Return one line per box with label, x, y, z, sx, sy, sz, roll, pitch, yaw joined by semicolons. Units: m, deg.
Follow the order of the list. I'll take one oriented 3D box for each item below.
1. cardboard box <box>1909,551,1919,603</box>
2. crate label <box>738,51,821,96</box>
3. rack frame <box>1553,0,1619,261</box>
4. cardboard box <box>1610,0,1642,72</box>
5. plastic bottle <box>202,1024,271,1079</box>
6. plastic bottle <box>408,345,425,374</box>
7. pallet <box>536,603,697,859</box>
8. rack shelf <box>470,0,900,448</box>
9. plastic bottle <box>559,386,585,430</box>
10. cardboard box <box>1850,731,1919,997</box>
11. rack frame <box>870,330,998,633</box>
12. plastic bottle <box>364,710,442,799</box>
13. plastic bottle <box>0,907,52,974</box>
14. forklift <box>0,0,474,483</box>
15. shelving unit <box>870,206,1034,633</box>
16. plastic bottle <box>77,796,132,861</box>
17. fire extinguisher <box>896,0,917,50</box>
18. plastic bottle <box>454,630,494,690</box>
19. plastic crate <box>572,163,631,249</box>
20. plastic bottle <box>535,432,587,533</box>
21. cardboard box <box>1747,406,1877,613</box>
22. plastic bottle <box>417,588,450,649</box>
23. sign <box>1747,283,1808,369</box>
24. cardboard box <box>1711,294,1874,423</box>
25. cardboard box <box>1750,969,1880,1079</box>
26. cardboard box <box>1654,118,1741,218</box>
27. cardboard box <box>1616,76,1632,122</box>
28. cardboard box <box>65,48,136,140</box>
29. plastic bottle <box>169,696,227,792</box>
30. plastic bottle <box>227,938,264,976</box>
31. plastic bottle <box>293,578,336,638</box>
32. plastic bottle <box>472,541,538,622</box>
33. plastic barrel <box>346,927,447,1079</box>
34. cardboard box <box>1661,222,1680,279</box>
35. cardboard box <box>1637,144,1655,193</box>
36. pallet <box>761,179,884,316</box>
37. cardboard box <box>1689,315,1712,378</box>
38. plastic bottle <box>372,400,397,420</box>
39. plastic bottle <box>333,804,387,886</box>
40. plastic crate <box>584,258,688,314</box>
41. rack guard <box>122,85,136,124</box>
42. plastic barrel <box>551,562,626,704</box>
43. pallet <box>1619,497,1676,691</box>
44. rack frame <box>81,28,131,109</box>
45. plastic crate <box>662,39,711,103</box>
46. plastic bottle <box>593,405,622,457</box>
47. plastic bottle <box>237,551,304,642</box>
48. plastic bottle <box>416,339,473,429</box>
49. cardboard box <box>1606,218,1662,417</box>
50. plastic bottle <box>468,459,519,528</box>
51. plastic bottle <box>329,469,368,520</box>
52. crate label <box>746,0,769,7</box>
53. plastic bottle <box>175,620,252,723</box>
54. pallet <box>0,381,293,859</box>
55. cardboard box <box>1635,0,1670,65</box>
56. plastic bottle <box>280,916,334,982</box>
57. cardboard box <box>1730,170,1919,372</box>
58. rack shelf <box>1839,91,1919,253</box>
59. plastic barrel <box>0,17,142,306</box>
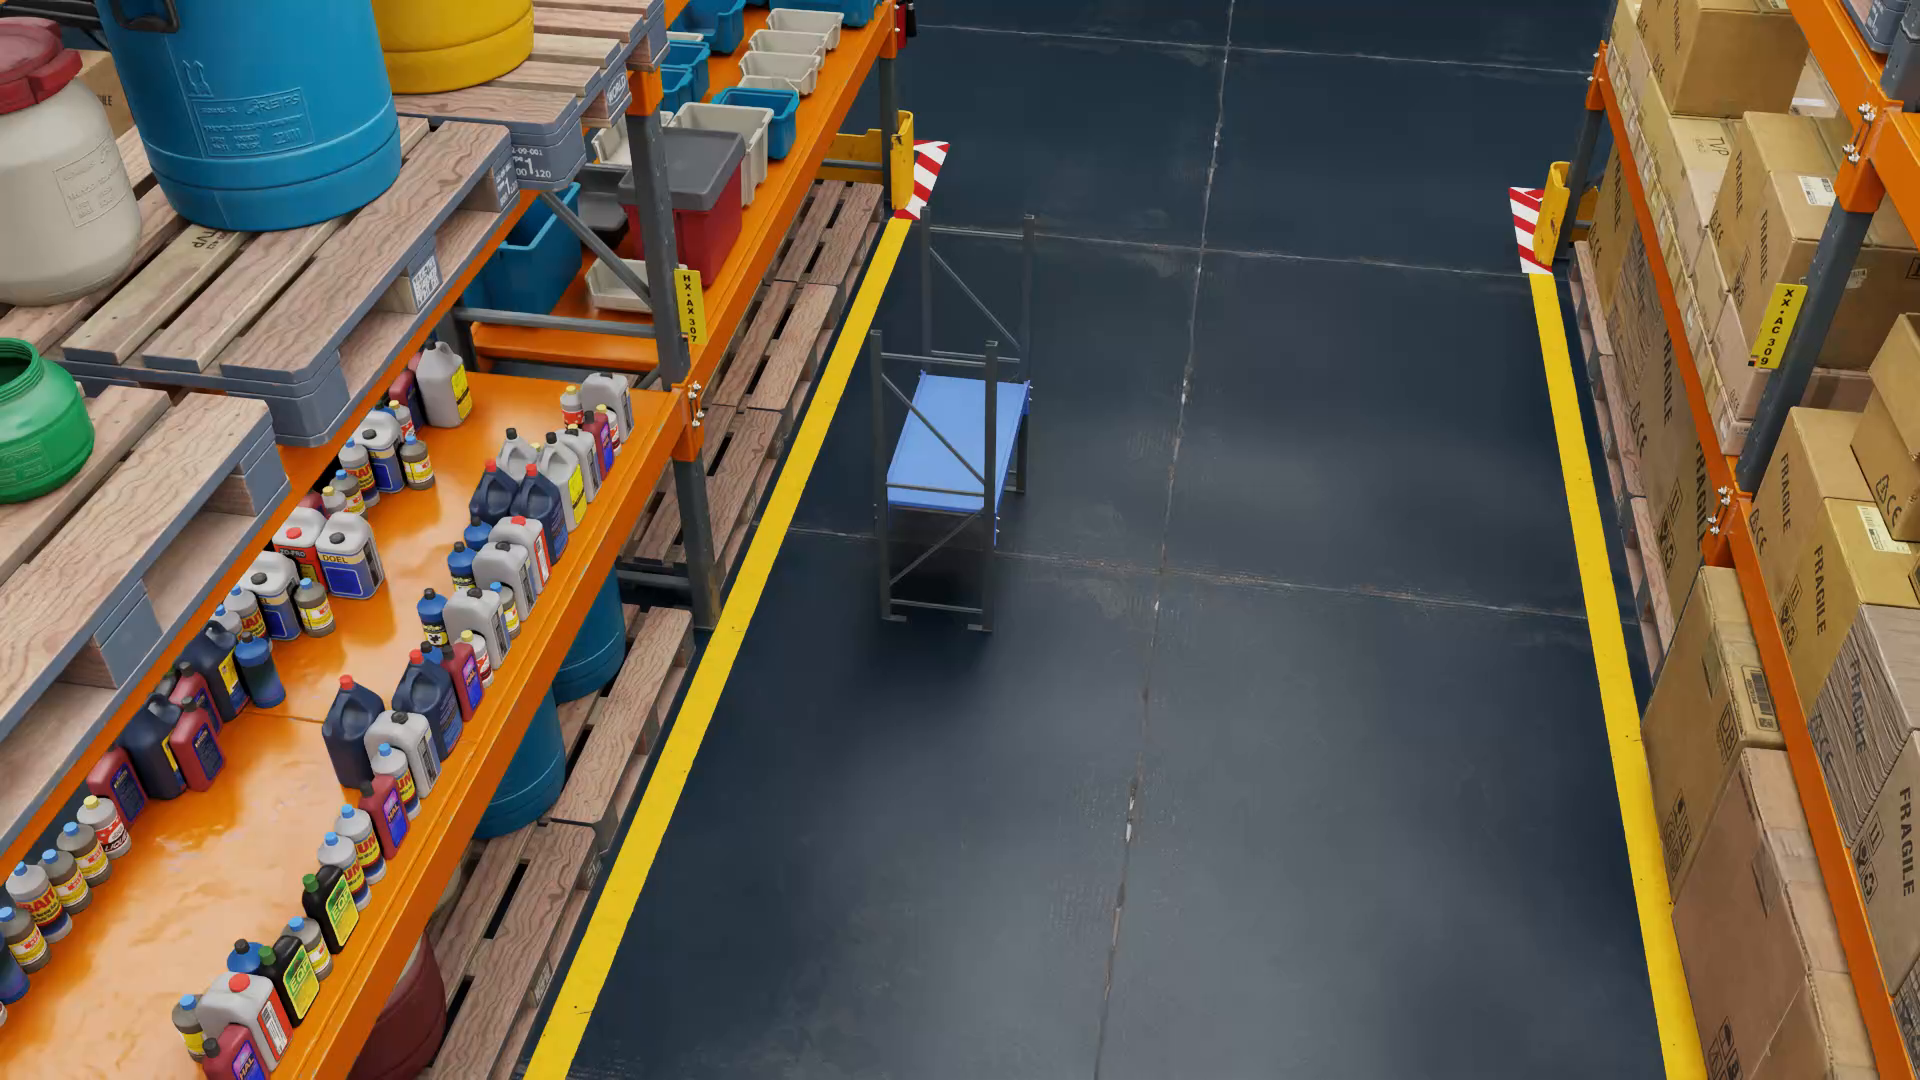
cardboard box;3.077;0.109;4.495;0.797;0.503;0.637;7;40;8
crate label;-0.928;-2.385;8.538;0.396;0.136;0.243;6;40;8
rack frame;4.002;-2.807;8.888;1.000;3.000;0.127;6;40;8
cardboard box;3.653;-2.593;8.513;0.500;0.250;0.500;5;40;6
plastic bottle;-1.766;1.275;4.042;0.061;0.283;0.133;6;40;8
plastic bottle;-2.052;-0.615;6.328;0.061;0.283;0.133;6;40;8
pallet;-1.743;0.711;6.821;1.003;0.211;1.213;6;40;8
rack shelf;-1.222;-1.821;8.260;1.077;0.370;4.000;6;40;8
plastic bottle;-1.444;-0.486;6.236;0.097;0.201;0.097;0;40;0
cardboard box;2.727;0.880;4.350;0.500;0.500;0.500;7;40;9
rack frame;-0.103;-0.205;6.918;0.500;1.500;0.032;6;40;8
plastic bottle;-1.627;0.609;4.854;0.152;0.276;0.135;6;40;8
plastic bottle;-2.482;1.044;4.386;0.097;0.201;0.097;0;40;0
forklift;-3.333;-1.589;7.469;1.130;2.935;3.031;11;41;13
shelving unit;-0.015;-0.524;7.304;0.538;1.500;1.048;6;40;8
plastic bottle;-2.415;0.800;4.681;0.097;0.201;0.097;0;40;0
fire extinguisher;-0.403;-3.225;9.746;0.296;0.674;0.183;6;40;8
plastic bottle;-1.525;0.368;5.204;0.097;0.201;0.097;0;40;0
plastic crate;-1.639;-1.492;7.467;0.437;0.125;0.590;6;40;8
plastic bottle;-1.405;-0.211;5.787;0.144;0.351;0.185;6;40;8
cardboard box;2.984;-0.074;5.504;0.500;0.500;0.500;7;40;8
plastic bottle;-1.658;0.263;5.276;0.097;0.271;0.097;0;40;0
sign;2.763;-0.721;5.624;0.100;0.325;0.005;6;40;8
cardboard box;3.128;-0.660;6.175;0.500;0.250;0.500;6;40;7
cardboard box;2.919;1.881;4.556;1.225;0.875;0.875;7;40;8
cardboard box;3.394;-1.623;7.340;0.500;0.250;0.500;6;40;7
cardboard box;3.529;-2.202;8.354;0.380;0.149;0.250;6;40;7
cardboard box;-5.606;-2.740;10.423;0.500;0.500;0.500;6;40;8
plastic bottle;-2.239;0.594;4.866;0.061;0.283;0.133;6;40;8
plastic bottle;-1.800;1.114;4.246;0.097;0.271;0.097;0;40;0
plastic bottle;-2.098;0.211;5.394;0.097;0.201;0.097;0;40;0
plastic bottle;-1.492;0.118;5.448;0.152;0.276;0.135;6;40;8
plastic barrel;-1.997;1.417;5.342;0.600;0.588;0.708;6;40;8
cardboard box;3.262;-1.234;7.183;0.380;0.149;0.250;6;40;7
cardboard box;3.395;-1.717;7.767;0.380;0.149;0.250;6;40;7
pallet;-1.057;-1.766;9.817;1.003;0.211;1.213;6;40;8
cardboard box;3.129;-0.750;6.598;0.380;0.149;0.250;6;40;7
plastic bottle;-2.094;-0.391;6.067;0.097;0.271;0.097;0;40;0
plastic bottle;-1.660;0.831;4.589;0.097;0.271;0.097;0;40;0
plastic crate;-1.347;-1.041;6.912;0.396;0.136;0.243;6;40;8
rack guard;-5.767;-2.891;10.951;1.175;0.500;0.348;6;40;8
plastic barrel;-1.679;0.143;6.637;0.600;0.901;0.708;6;40;8
pallet;3.518;0.309;7.307;1.003;0.211;1.213;6;40;8
rack frame;-5.754;-3.902;10.212;1.000;3.000;0.127;6;40;8
plastic crate;-1.471;-2.367;8.440;0.416;0.233;0.300;6;40;8
plastic bottle;-1.311;-0.408;6.142;0.097;0.201;0.097;0;40;0
plastic bottle;-2.224;0.180;5.373;0.152;0.276;0.135;6;40;8
plastic bottle;-1.956;-0.614;6.274;0.144;0.351;0.185;6;40;8
cardboard box;3.813;-1.169;8.244;0.875;0.875;0.875;6;40;8
plastic bottle;-1.579;-0.111;5.666;0.144;0.351;0.185;6;40;8
plastic bottle;-2.151;-0.158;5.839;0.097;0.201;0.097;0;40;0
crate label;-1.243;-3.193;9.440;0.416;0.233;0.303;6;40;8
plastic bottle;-2.289;0.373;5.080;0.144;0.351;0.185;6;40;8
pallet;-2.032;0.115;3.148;1.003;0.211;1.213;6;40;8
cardboard box;3.567;-2.568;7.895;0.500;0.500;0.500;5;40;7
plastic bottle;-1.717;1.064;4.362;0.097;0.201;0.097;0;40;0
cardboard box;3.126;-0.961;5.951;0.500;0.500;0.500;7;40;9
rack shelf;2.964;0.079;3.607;1.077;0.370;4.000;6;40;8
plastic barrel;-2.102;-0.832;3.709;0.433;0.535;0.433;0;40;0
